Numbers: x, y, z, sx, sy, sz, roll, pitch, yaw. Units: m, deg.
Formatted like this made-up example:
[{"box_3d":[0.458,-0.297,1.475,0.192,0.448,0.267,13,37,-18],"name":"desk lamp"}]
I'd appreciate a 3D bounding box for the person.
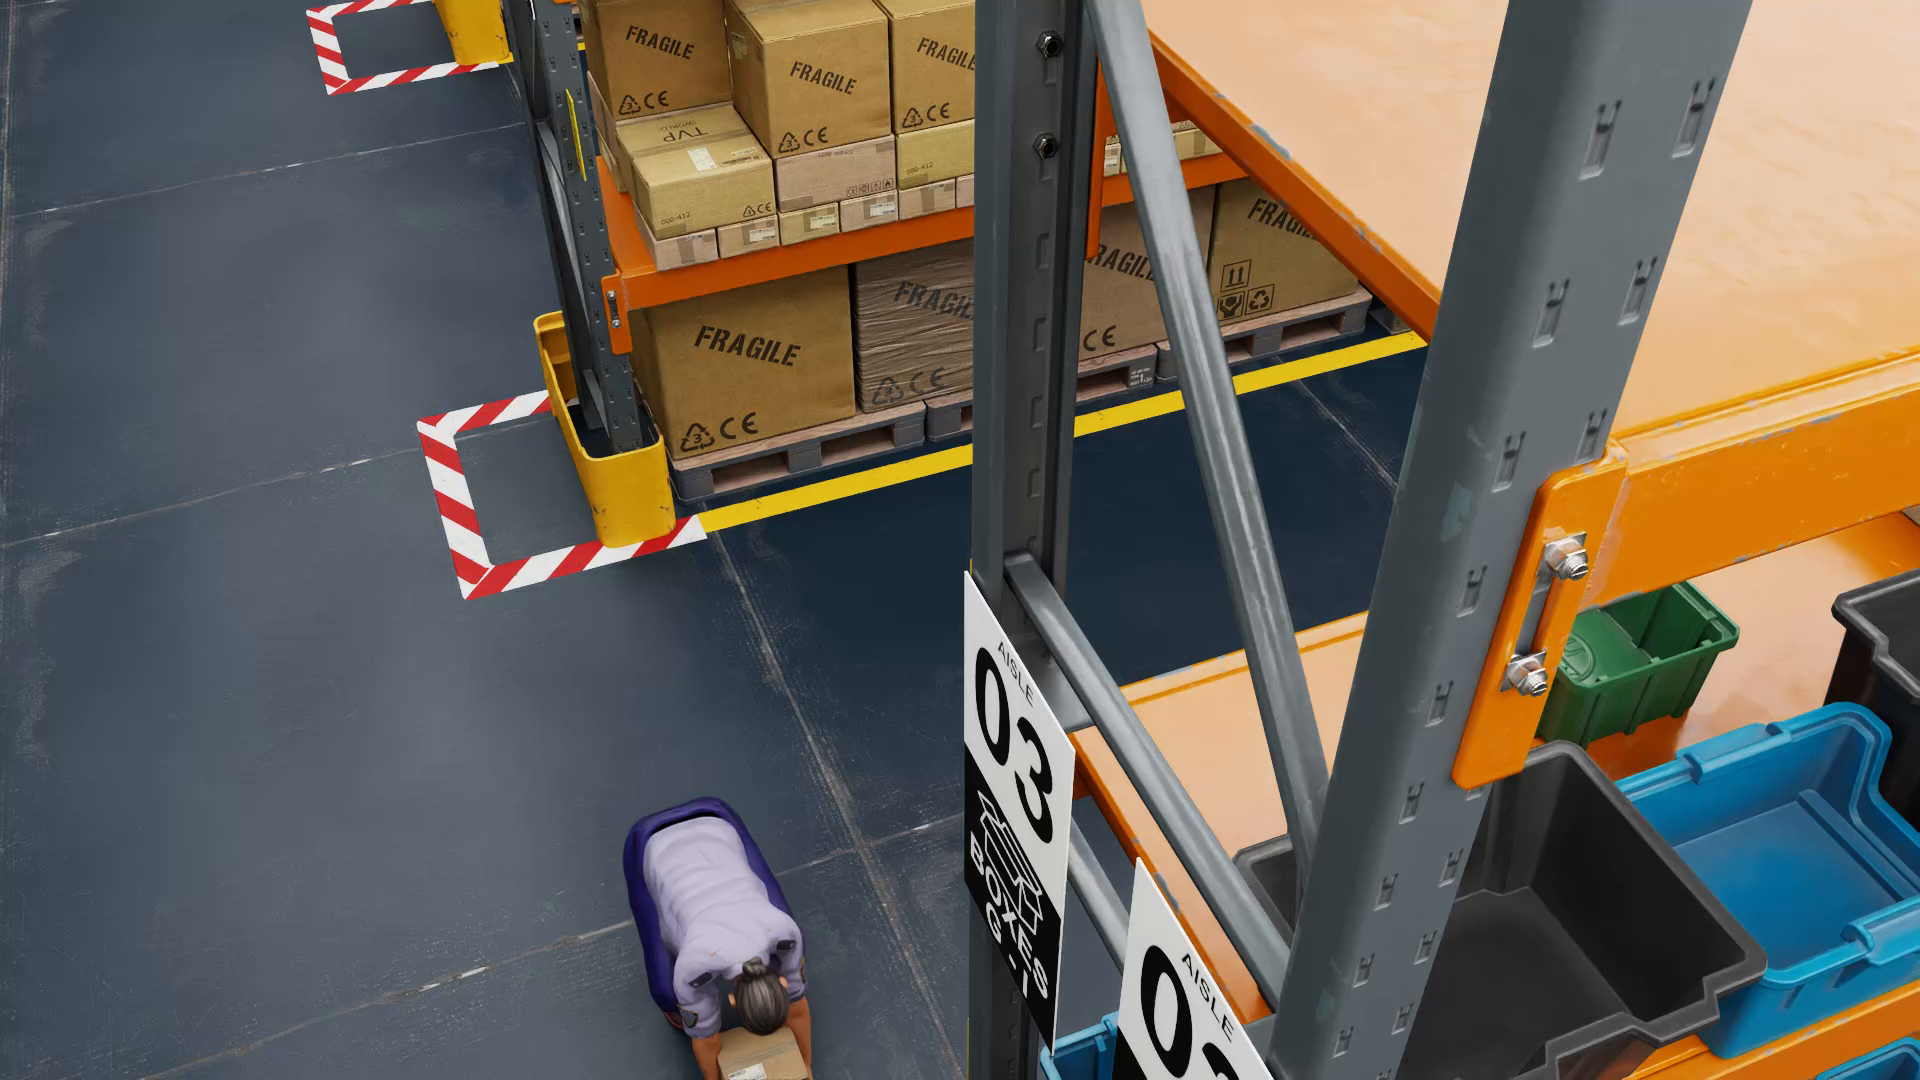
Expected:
[{"box_3d":[-0.757,1.338,5.363,0.519,0.770,0.905,-17,45,-18],"name":"person"}]
